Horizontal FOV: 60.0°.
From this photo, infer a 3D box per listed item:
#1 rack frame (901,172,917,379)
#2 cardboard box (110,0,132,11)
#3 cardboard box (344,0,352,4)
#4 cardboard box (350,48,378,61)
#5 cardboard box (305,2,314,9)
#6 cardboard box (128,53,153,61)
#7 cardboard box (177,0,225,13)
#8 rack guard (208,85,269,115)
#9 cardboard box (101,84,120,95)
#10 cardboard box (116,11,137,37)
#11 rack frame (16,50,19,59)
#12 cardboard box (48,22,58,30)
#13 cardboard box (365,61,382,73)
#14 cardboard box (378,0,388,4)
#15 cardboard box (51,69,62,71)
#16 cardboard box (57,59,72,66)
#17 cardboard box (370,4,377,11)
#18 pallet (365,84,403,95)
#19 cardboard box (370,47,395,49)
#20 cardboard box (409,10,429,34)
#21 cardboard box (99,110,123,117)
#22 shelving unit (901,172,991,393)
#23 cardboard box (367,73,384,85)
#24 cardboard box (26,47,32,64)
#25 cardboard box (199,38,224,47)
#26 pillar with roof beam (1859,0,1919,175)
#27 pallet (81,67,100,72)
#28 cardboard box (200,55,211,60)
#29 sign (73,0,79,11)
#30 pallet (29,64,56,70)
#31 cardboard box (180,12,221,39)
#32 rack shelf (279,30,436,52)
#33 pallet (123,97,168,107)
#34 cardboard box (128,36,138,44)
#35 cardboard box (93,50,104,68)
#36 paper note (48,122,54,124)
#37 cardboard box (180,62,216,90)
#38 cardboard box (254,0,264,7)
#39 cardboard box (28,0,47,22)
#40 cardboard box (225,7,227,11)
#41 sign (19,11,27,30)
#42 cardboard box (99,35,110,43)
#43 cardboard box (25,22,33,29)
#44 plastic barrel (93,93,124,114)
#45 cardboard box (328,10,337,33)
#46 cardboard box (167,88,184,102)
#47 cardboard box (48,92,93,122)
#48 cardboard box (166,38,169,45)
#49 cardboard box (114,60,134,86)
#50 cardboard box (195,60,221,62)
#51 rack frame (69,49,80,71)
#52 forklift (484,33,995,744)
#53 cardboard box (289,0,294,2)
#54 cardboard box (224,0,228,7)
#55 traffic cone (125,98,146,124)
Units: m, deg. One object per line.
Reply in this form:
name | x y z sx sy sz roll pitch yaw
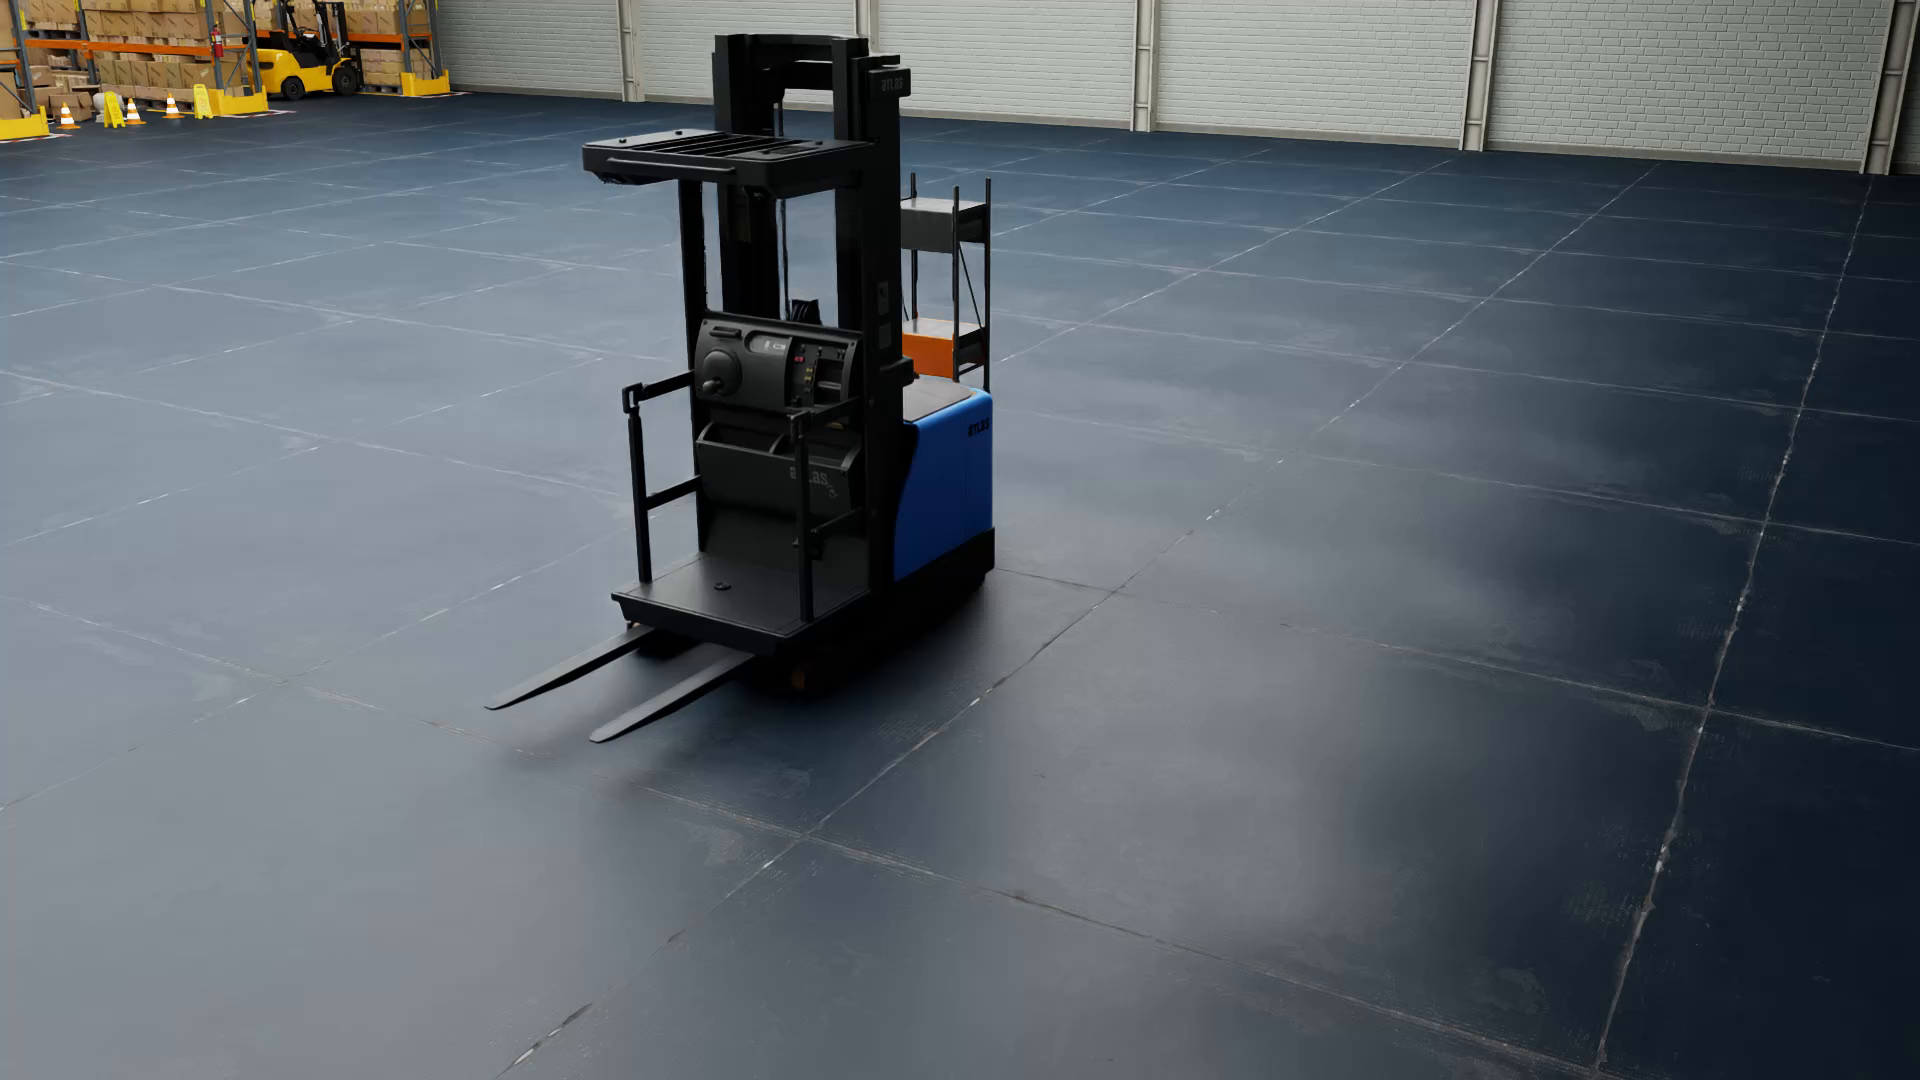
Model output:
rack frame | -0.358 -1.055 9.695 0.015 2.100 0.400 11 23 27
cardboard box | -16.935 -11.101 34.021 0.500 0.500 0.700 10 22 26
cardboard box | -13.743 -12.249 37.701 0.250 0.149 0.380 11 23 28
cardboard box | -13.613 -11.101 38.020 0.500 0.250 0.500 11 23 28
cardboard box | -14.860 -12.323 38.341 0.250 0.149 0.380 11 23 28
cardboard box | -16.925 -9.982 34.349 0.250 0.149 0.380 12 23 30
cardboard box | -15.134 -10.777 33.127 0.500 0.500 0.700 10 22 26
rack guard | -14.648 -8.938 33.771 0.348 0.500 1.175 11 23 27
cardboard box | -17.691 -9.492 35.049 0.500 0.250 0.500 10 22 25
cardboard box | -16.944 -10.632 34.193 0.500 0.500 0.500 11 22 27
rack frame | -21.566 -11.430 36.977 0.127 3.000 1.000 11 23 27
cardboard box | -19.122 -10.929 35.348 0.250 0.149 0.380 10 22 26
cardboard box | -13.175 -10.793 37.903 0.500 0.250 0.500 11 22 27
cardboard box | -12.811 -12.099 37.286 0.250 0.149 0.380 11 23 27
cardboard box | -20.430 -10.175 36.755 0.625 0.372 0.950 10 22 26
cardboard box | -23.270 -12.436 43.316 0.250 0.149 0.380 10 22 26
cardboard box | -13.038 -12.000 37.449 0.250 0.149 0.380 11 23 28
pallet | -12.853 -10.382 38.177 1.213 0.211 1.003 11 23 27
cardboard box | -13.361 -11.258 38.452 0.500 0.250 0.500 11 22 27
cardboard box | -12.462 -11.790 37.823 0.500 0.500 0.500 12 23 29
cardboard box | -16.711 -8.376 32.739 0.380 0.149 0.250 -11 23 -29
shelving unit | -0.144 -1.015 9.583 0.503 2.100 0.431 11 23 27
cardboard box | -13.158 -10.553 37.974 0.500 0.250 0.500 11 23 27
cardboard box | -24.505 -12.860 43.969 0.500 0.500 0.500 11 23 28
cardboard box | -15.013 -9.980 33.349 0.250 0.149 0.380 12 23 29
pillar with roof beam | 11.758 -8.512 20.134 0.400 9.000 9.100 11 23 27
pallet | -21.912 -12.139 43.020 1.213 0.211 1.003 11 23 27
cardboard box | -18.037 -11.776 40.796 0.625 0.625 0.875 12 23 29
sign | -18.342 -11.144 34.489 0.005 0.325 0.100 11 23 27
pallet | -24.309 -12.580 44.236 1.213 0.211 1.003 11 23 27
cardboard box | -15.190 -10.295 33.265 0.500 0.500 0.500 10 22 26
rack shelf | -13.911 -11.573 38.425 4.000 0.370 1.077 11 23 27
pallet | -17.471 -9.353 35.340 1.213 0.211 1.003 11 23 27
cardboard box | -16.843 -10.284 34.185 0.250 0.149 0.380 11 23 28
cardboard box | -21.859 -12.363 42.599 0.500 0.500 0.500 10 22 27
paper note | -17.412 -7.972 31.801 0.144 0.017 0.142 -16 26 -38
cardboard box | -15.409 -9.413 33.732 0.500 0.500 0.500 11 23 28
cardboard box | -16.485 -12.680 39.325 0.250 0.149 0.380 11 23 27
cardboard box | -19.470 -11.328 35.495 0.500 0.500 0.500 12 23 29
cardboard box | -17.538 -12.673 39.890 0.500 0.250 0.500 11 23 28
sign | -16.632 -9.218 29.493 0.005 0.325 0.100 11 23 27
cardboard box | -17.710 -10.473 34.706 0.250 0.149 0.380 12 23 29
cardboard box | -19.986 -11.117 35.866 0.250 0.149 0.380 12 23 29
plastic barrel | -17.124 -8.782 33.454 0.512 0.421 0.421 -7 21 -20
cardboard box | -14.062 -11.883 38.080 0.500 0.500 0.500 11 23 28
cardboard box | -15.867 -9.148 34.101 0.500 0.250 0.500 11 23 27
cardboard box | -17.350 -8.465 32.463 0.637 0.503 0.797 -4 20 -10
cardboard box | -15.896 -10.157 33.835 0.250 0.149 0.380 11 23 28
cardboard box | -17.218 -9.759 34.685 0.500 0.500 0.500 12 23 29
cardboard box | -15.631 -9.663 34.422 0.500 0.500 0.500 10 22 25
rack frame | -22.641 -13.574 42.887 0.127 3.000 1.000 11 23 27
forklift | -1.001 -0.828 7.850 1.130 2.935 3.031 12 23 29
cardboard box | -15.523 -12.594 38.651 0.250 0.149 0.380 11 23 28
cardboard box | -17.462 -12.811 39.685 0.250 0.149 0.380 10 22 26
traffic cone | -15.831 -8.208 31.814 0.334 0.463 0.336 11 23 27
